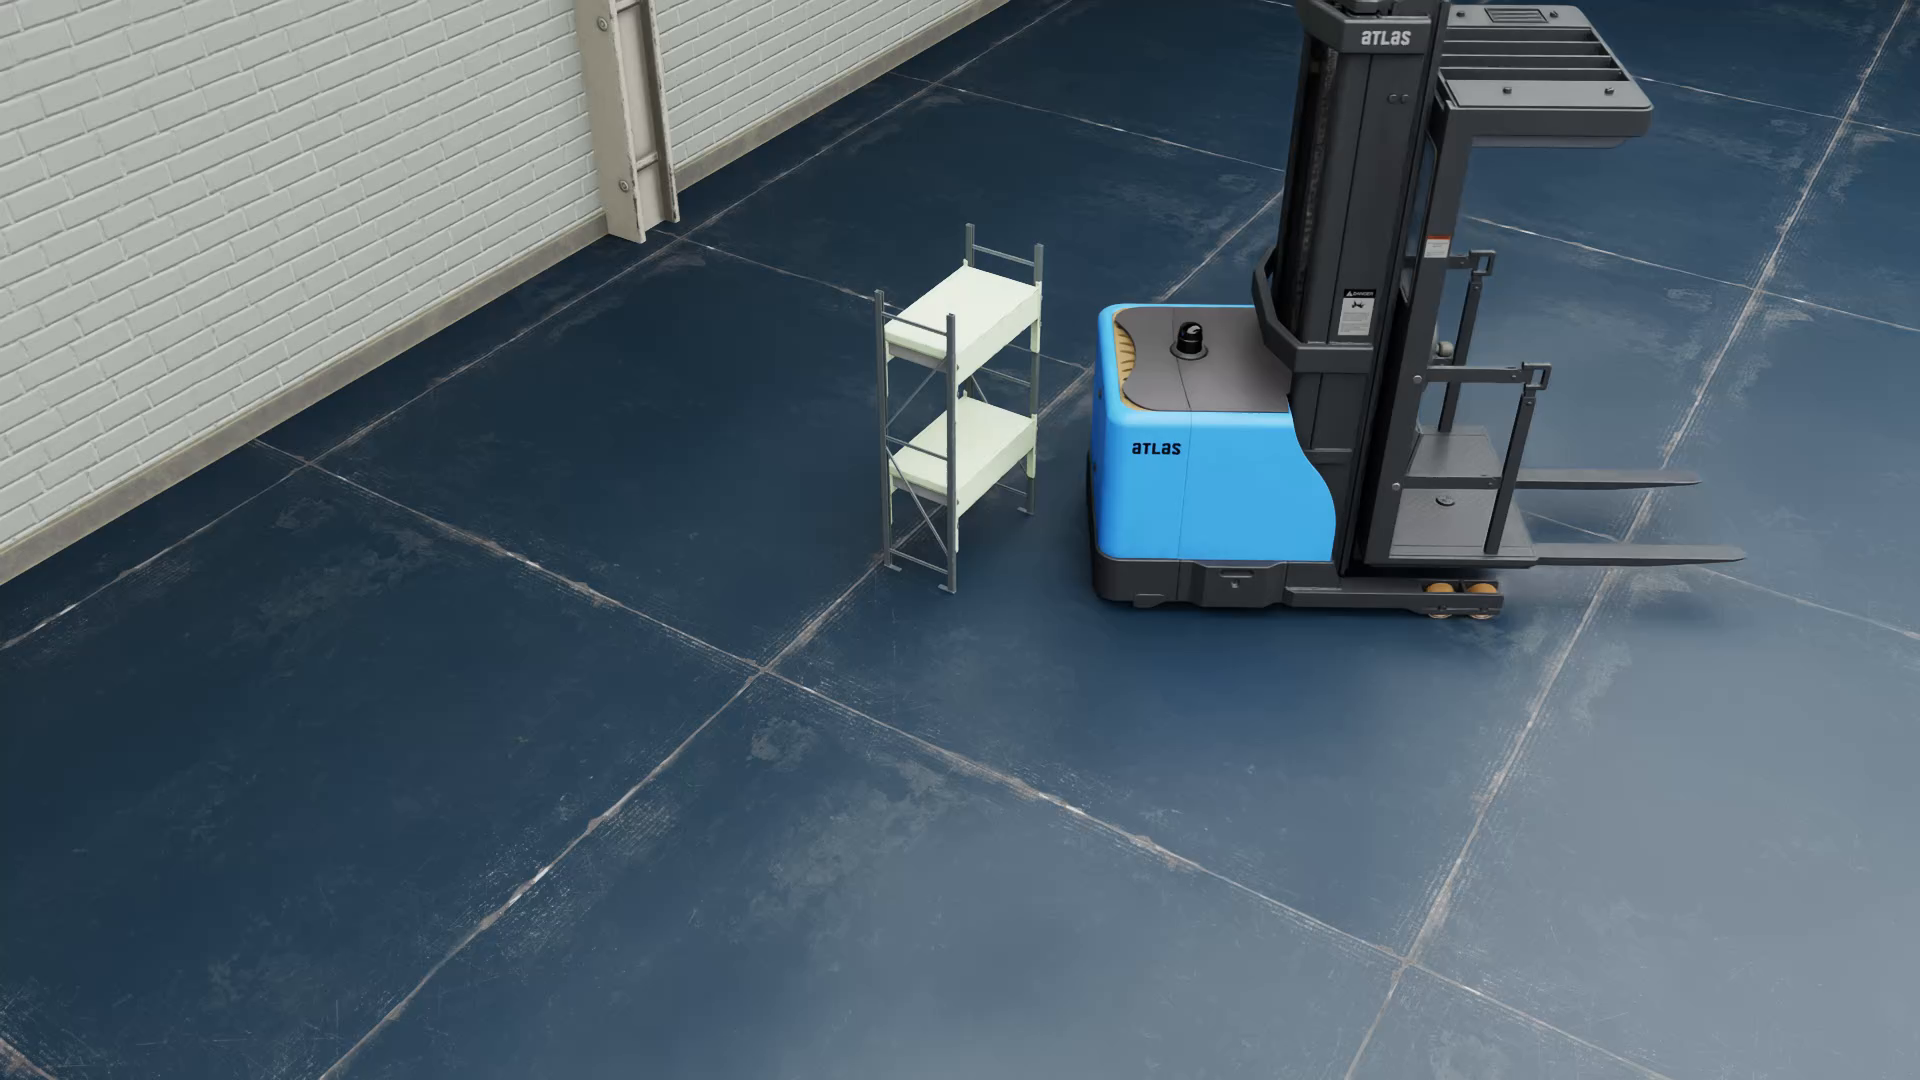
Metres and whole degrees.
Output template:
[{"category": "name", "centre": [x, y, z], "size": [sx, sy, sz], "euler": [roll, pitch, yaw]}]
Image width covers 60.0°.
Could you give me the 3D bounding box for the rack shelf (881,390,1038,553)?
[{"category": "rack shelf", "centre": [0.004, -0.339, 7.935], "size": [0.431, 0.370, 0.720], "euler": [21, 42, 25]}]

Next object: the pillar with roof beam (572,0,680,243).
[{"category": "pillar with roof beam", "centre": [1.566, -4.207, 6.276], "size": [9.100, 9.000, 0.400], "euler": [21, 42, 25]}]

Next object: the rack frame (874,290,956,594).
[{"category": "rack frame", "centre": [-0.193, -0.409, 7.491], "size": [0.400, 1.500, 0.023], "euler": [21, 42, 25]}]

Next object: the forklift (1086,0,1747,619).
[{"category": "forklift", "centre": [2.146, -1.124, 7.247], "size": [3.031, 2.935, 1.130], "euler": [1, 38, 1]}]

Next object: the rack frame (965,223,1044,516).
[{"category": "rack frame", "centre": [0.200, -0.786, 7.981], "size": [0.400, 1.500, 0.023], "euler": [21, 42, 25]}]

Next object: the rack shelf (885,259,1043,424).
[{"category": "rack shelf", "centre": [0.004, -0.907, 7.498], "size": [0.431, 0.370, 0.720], "euler": [21, 42, 25]}]

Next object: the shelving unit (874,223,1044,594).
[{"category": "shelving unit", "centre": [0.004, -0.597, 7.736], "size": [0.431, 1.500, 0.755], "euler": [21, 42, 25]}]
